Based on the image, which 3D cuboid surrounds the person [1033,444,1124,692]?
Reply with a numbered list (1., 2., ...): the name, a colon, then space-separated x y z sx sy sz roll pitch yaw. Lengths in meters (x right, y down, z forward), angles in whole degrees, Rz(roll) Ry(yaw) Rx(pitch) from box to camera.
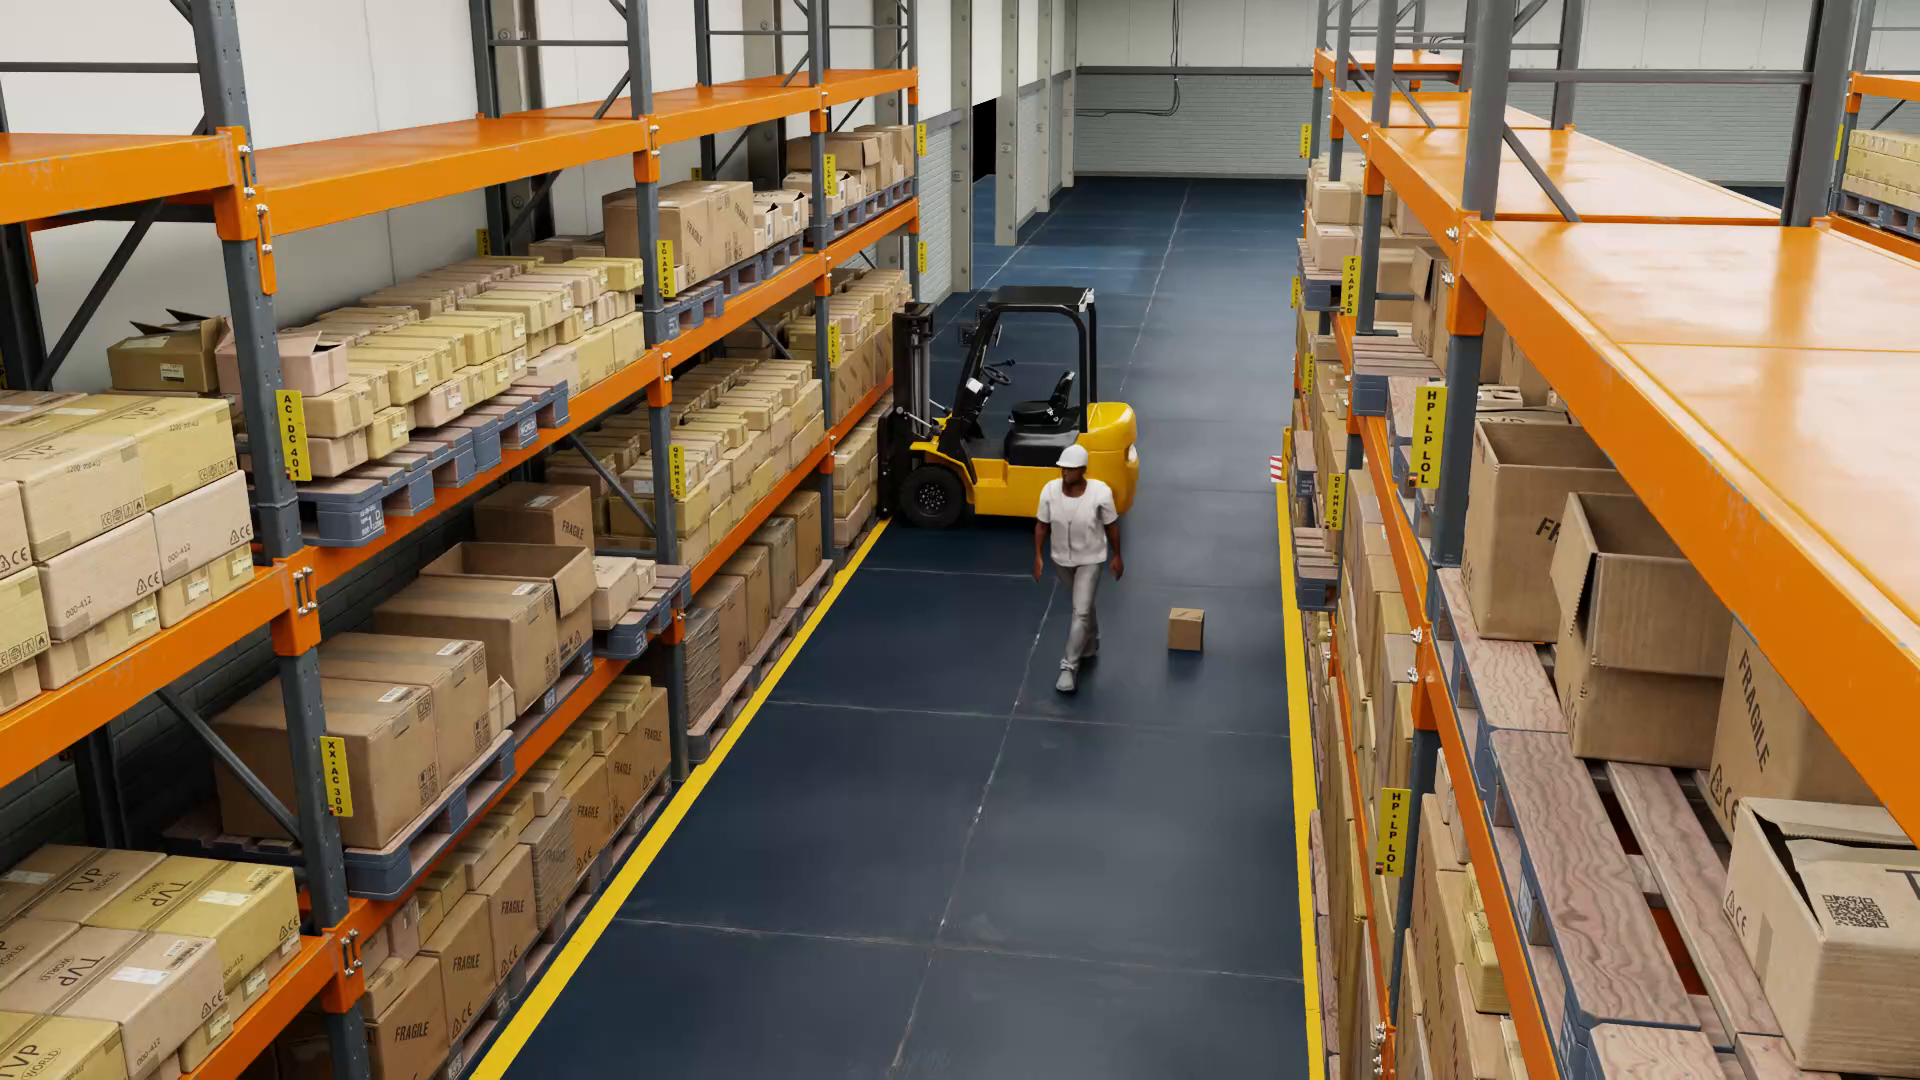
1. person: 0.818 0.134 12.064 0.604 1.699 0.985 10 20 28
